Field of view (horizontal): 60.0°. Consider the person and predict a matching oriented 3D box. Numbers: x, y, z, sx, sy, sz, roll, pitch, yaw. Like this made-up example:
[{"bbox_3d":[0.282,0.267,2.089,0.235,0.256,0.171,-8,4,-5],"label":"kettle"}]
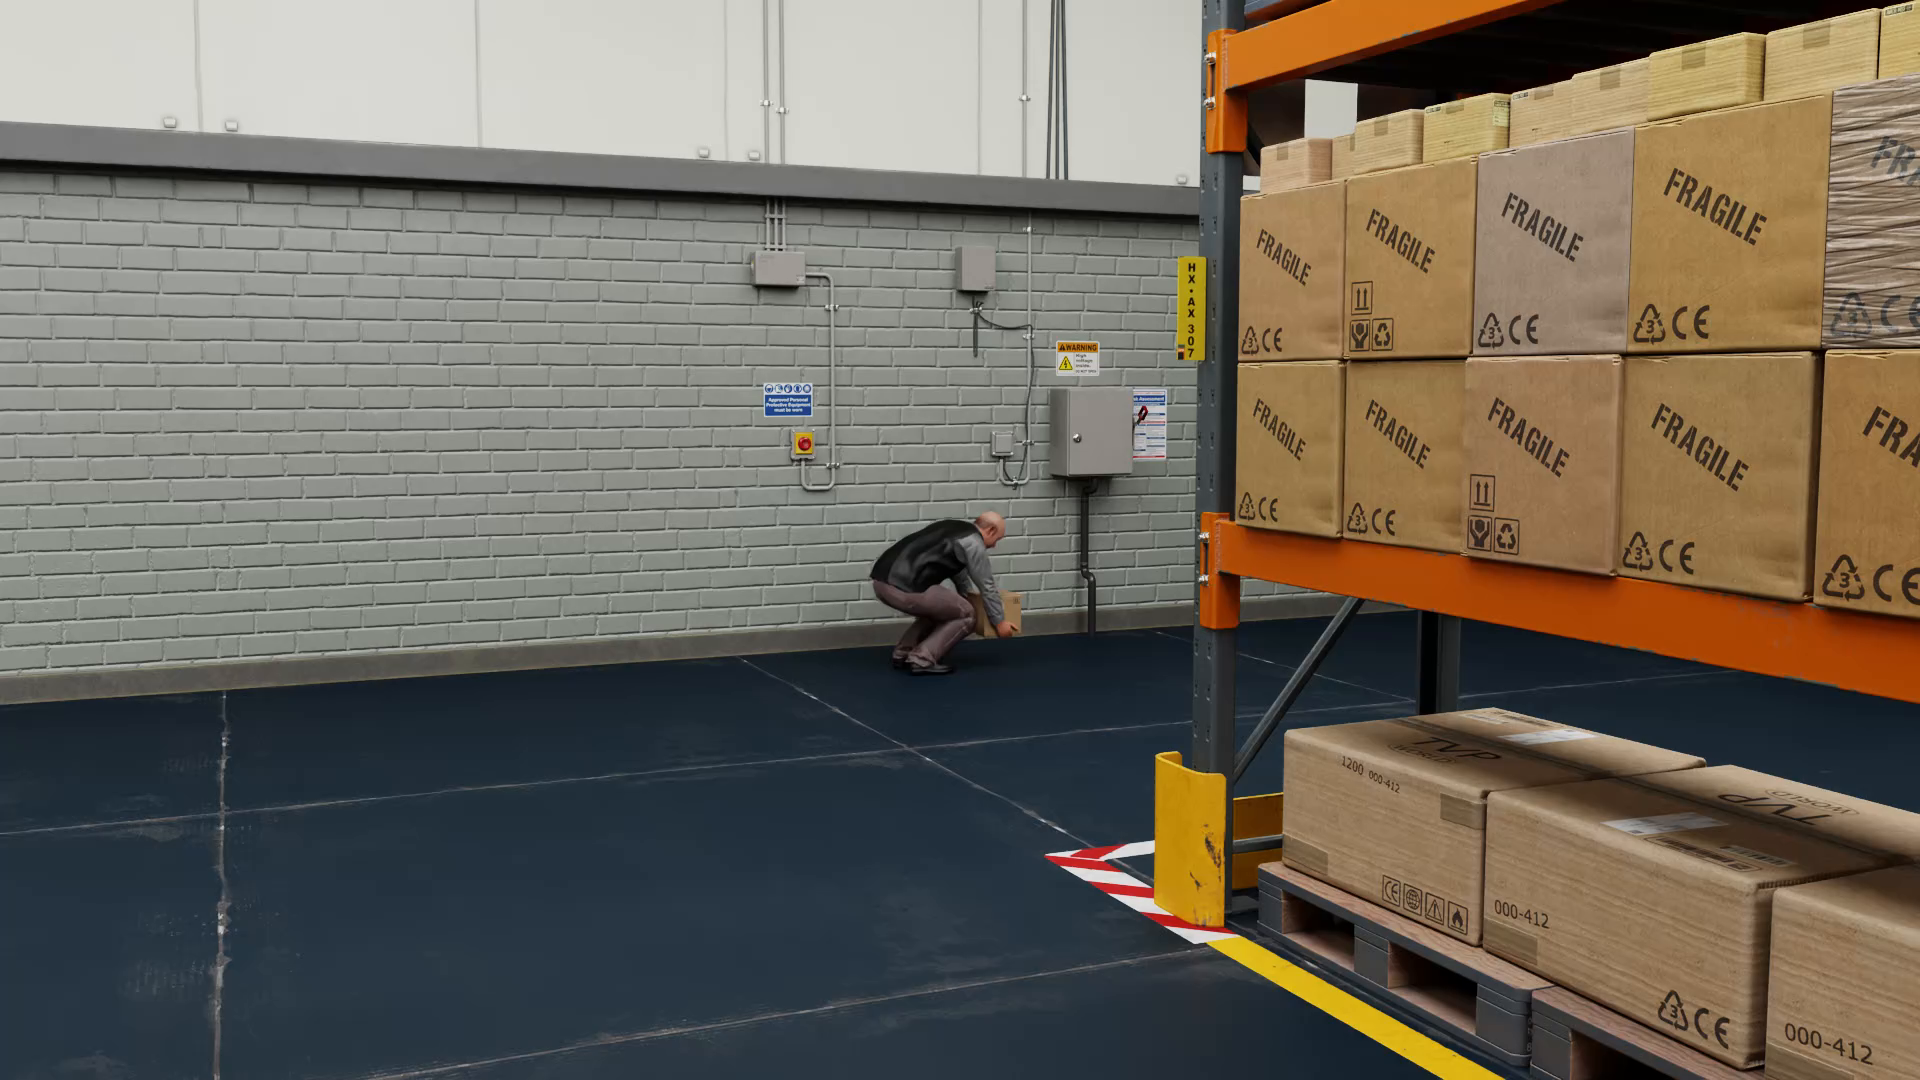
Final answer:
[{"bbox_3d":[-0.103,0.320,10.149,0.896,0.953,0.509,-3,6,-25],"label":"person"}]
